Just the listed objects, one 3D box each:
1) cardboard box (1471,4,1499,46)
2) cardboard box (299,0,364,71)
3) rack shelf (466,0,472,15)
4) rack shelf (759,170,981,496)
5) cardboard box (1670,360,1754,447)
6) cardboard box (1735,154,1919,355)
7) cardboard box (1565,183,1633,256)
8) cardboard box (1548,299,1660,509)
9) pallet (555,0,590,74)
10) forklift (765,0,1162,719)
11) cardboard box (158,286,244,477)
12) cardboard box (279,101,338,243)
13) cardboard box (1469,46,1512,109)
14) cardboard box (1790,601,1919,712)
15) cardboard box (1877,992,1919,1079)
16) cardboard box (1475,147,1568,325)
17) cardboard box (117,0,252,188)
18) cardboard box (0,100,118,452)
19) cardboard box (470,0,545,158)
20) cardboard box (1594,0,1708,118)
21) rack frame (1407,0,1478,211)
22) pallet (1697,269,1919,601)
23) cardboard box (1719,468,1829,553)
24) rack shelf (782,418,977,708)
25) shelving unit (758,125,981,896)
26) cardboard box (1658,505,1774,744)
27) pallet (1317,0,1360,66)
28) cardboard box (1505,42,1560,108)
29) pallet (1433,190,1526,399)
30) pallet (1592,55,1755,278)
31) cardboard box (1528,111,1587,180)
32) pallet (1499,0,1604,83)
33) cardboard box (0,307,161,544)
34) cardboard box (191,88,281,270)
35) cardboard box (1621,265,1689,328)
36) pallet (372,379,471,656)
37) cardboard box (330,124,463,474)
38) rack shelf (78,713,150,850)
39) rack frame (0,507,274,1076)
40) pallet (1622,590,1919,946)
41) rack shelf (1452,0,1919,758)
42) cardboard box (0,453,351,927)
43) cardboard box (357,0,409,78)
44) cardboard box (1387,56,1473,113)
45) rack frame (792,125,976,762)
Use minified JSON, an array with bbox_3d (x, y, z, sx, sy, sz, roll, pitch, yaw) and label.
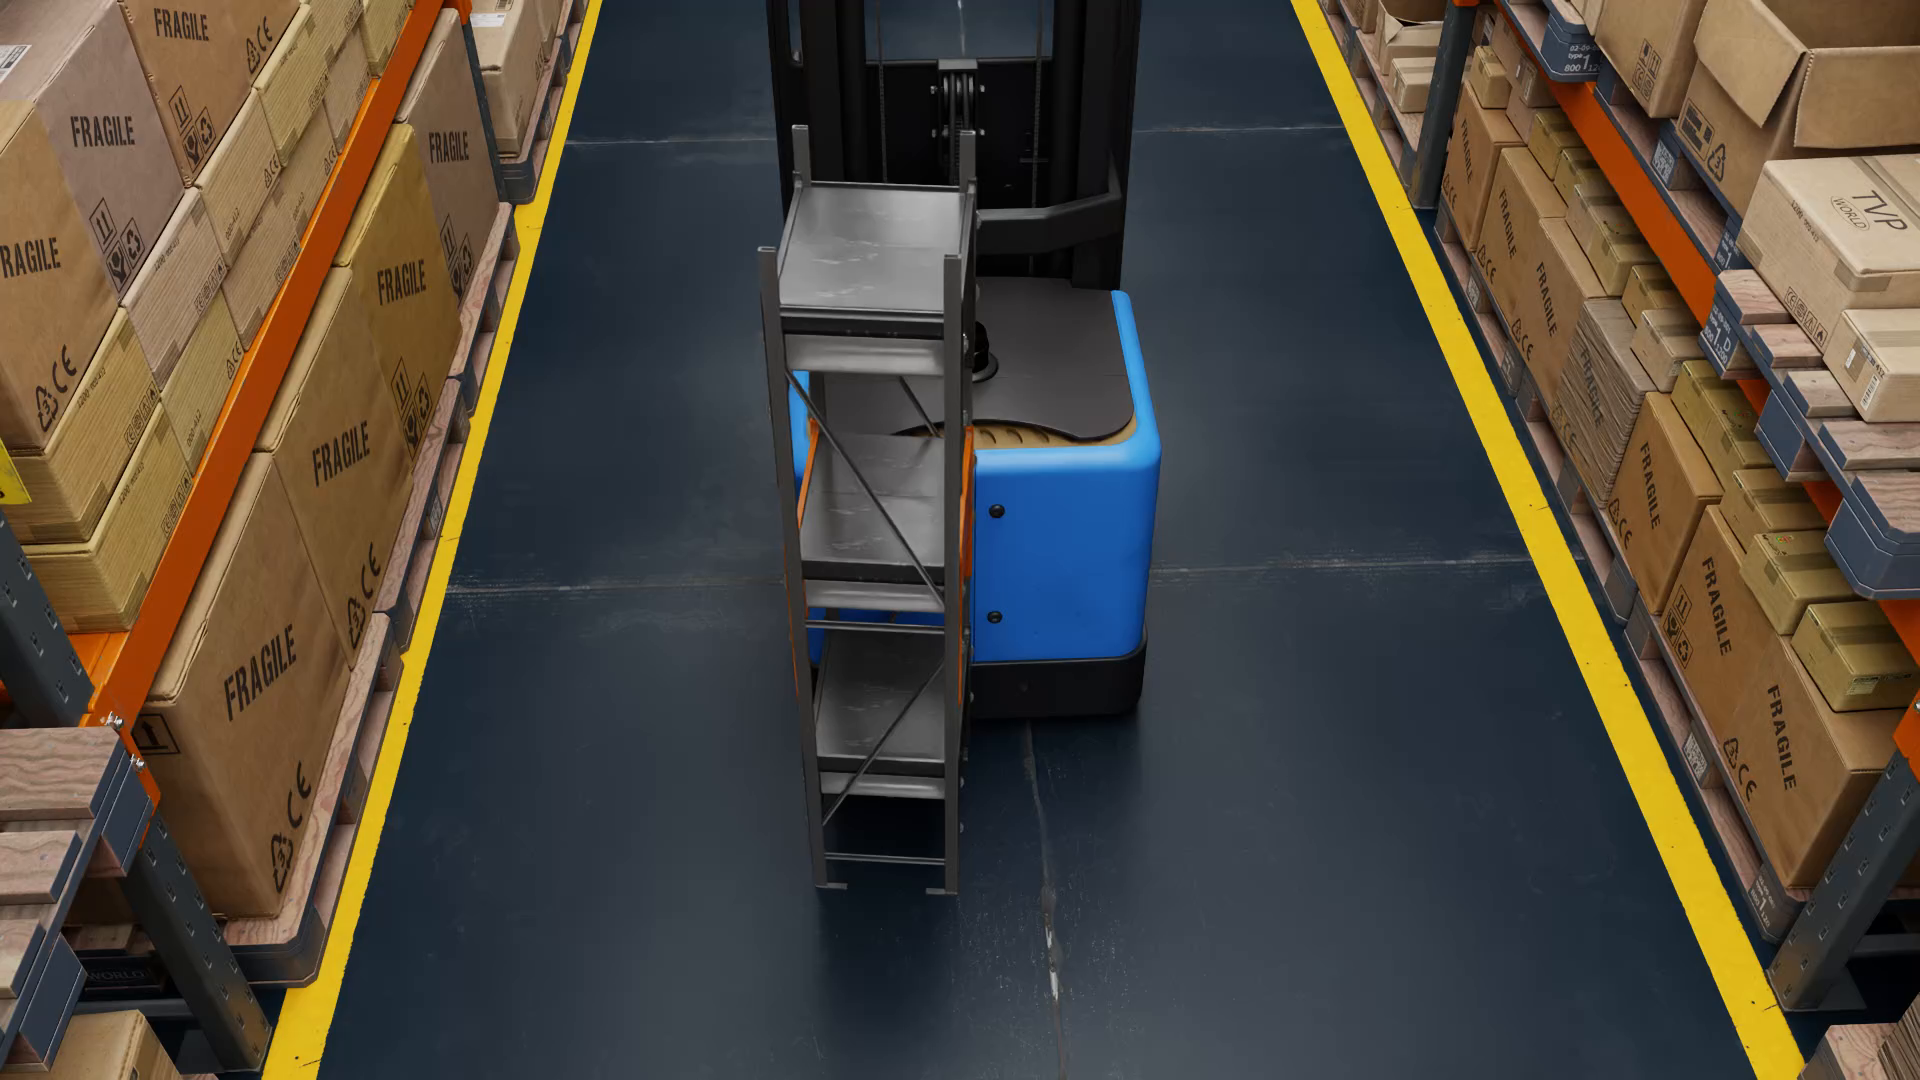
[{"bbox_3d":[2.687,-2.461,8.015,0.380,0.149,0.250,-2,43,-2],"label":"cardboard box"},{"bbox_3d":[-2.144,-1.619,5.037,0.500,0.250,0.500,-1,43,-1],"label":"cardboard box"},{"bbox_3d":[-2.547,-3.552,7.938,1.077,0.370,4.000,-2,43,-2],"label":"rack shelf"},{"bbox_3d":[-0.183,-0.459,3.680,0.431,0.518,0.480,3,43,2],"label":"rack shelf"},{"bbox_3d":[2.406,-0.421,5.048,0.380,0.149,0.250,-2,43,-2],"label":"cardboard box"},{"bbox_3d":[2.299,-0.714,4.109,0.500,0.250,0.500,-3,43,-4],"label":"cardboard box"},{"bbox_3d":[2.356,-1.123,5.814,0.380,0.149,0.250,-2,43,-2],"label":"cardboard box"},{"bbox_3d":[2.358,-0.466,5.577,0.500,0.500,0.500,-3,43,-3],"label":"cardboard box"},{"bbox_3d":[-2.471,-2.780,8.627,1.003,0.211,1.213,-2,43,-2],"label":"pallet"},{"bbox_3d":[-0.030,-1.506,5.223,1.130,2.935,3.031,-2,43,-2],"label":"forklift"},{"bbox_3d":[-2.101,-0.395,4.072,0.500,0.250,0.500,-3,43,-3],"label":"cardboard box"},{"bbox_3d":[-2.142,-1.083,4.822,0.500,0.250,0.500,-2,43,-2],"label":"cardboard box"},{"bbox_3d":[2.246,-1.835,6.591,0.380,0.149,0.250,0,43,0],"label":"cardboard box"},{"bbox_3d":[2.393,0.290,4.273,0.380,0.149,0.250,-4,43,-4],"label":"cardboard box"},{"bbox_3d":[2.680,1.230,3.634,0.875,0.625,0.625,0,43,0],"label":"cardboard box"},{"bbox_3d":[2.325,-1.153,6.327,0.500,0.500,0.500,-2,43,-2],"label":"cardboard box"},{"bbox_3d":[-2.106,-1.196,4.021,0.500,0.500,0.500,-1,43,-1],"label":"cardboard box"},{"bbox_3d":[-2.069,-0.512,3.275,0.500,0.500,0.500,-3,43,-3],"label":"cardboard box"},{"bbox_3d":[-2.381,-2.104,7.411,0.875,0.438,0.875,-2,43,-2],"label":"cardboard box"},{"bbox_3d":[2.349,-1.591,4.881,0.700,0.500,0.500,-2,43,-2],"label":"cardboard box"},{"bbox_3d":[2.497,-2.612,6.380,1.000,3.000,0.127,-2,43,-2],"label":"rack frame"},{"bbox_3d":[2.568,-0.297,3.996,1.213,0.211,1.003,-2,43,-2],"label":"pallet"},{"bbox_3d":[2.383,-0.073,4.669,0.380,0.149,0.250,-3,43,-3],"label":"cardboard box"},{"bbox_3d":[-0.186,0.056,4.153,0.431,0.518,0.480,3,43,2],"label":"rack shelf"},{"bbox_3d":[-0.186,0.046,4.144,0.431,2.100,0.503,3,43,2],"label":"shelving unit"},{"bbox_3d":[2.423,0.238,4.810,0.500,0.500,0.500,-2,43,-2],"label":"cardboard box"},{"bbox_3d":[2.414,-2.873,8.729,1.003,0.211,1.213,-2,43,-2],"label":"pallet"},{"bbox_3d":[2.305,-1.770,6.300,0.380,0.149,0.250,-4,43,-4],"label":"cardboard box"},{"bbox_3d":[2.569,-1.036,6.724,1.003,0.211,1.213,-2,43,-2],"label":"pallet"},{"bbox_3d":[2.580,-1.154,4.931,1.003,0.211,1.213,-2,43,-2],"label":"pallet"},{"bbox_3d":[2.358,-1.477,6.201,0.380,0.149,0.250,-4,43,-4],"label":"cardboard box"},{"bbox_3d":[2.422,-1.999,5.853,1.003,0.211,1.213,-2,43,-2],"label":"pallet"},{"bbox_3d":[-2.067,-0.245,3.538,0.500,0.250,0.500,-2,43,-2],"label":"cardboard box"},{"bbox_3d":[-2.097,-0.931,4.286,0.500,0.250,0.500,-2,43,-2],"label":"cardboard box"},{"bbox_3d":[2.405,-0.774,5.433,0.380,0.149,0.250,-1,43,-2],"label":"cardboard box"},{"bbox_3d":[-2.299,-0.095,5.697,1.003,0.211,1.213,-2,43,-2],"label":"pallet"},{"bbox_3d":[-2.310,-0.813,5.678,0.875,0.875,0.875,-1,43,-1],"label":"cardboard box"},{"bbox_3d":[-2.207,1.849,2.046,1.077,0.370,4.000,-2,43,-2],"label":"rack shelf"},{"bbox_3d":[-2.292,0.233,3.276,1.000,3.000,0.127,-2,43,-2],"label":"rack frame"},{"bbox_3d":[2.673,0.611,4.927,1.003,0.211,1.213,-2,43,-2],"label":"pallet"},{"bbox_3d":[2.582,-0.997,5.150,1.077,0.370,4.000,-2,43,-2],"label":"rack shelf"},{"bbox_3d":[-2.238,0.393,4.363,0.875,0.875,0.875,-2,43,-2],"label":"cardboard box"},{"bbox_3d":[-2.171,-1.772,5.575,0.500,0.250,0.500,-2,43,-2],"label":"cardboard box"},{"bbox_3d":[2.180,-2.084,7.602,0.380,0.149,0.250,-3,43,-3],"label":"cardboard box"},{"bbox_3d":[-0.171,-0.118,4.323,0.400,2.100,0.015,3,43,2],"label":"rack frame"}]
